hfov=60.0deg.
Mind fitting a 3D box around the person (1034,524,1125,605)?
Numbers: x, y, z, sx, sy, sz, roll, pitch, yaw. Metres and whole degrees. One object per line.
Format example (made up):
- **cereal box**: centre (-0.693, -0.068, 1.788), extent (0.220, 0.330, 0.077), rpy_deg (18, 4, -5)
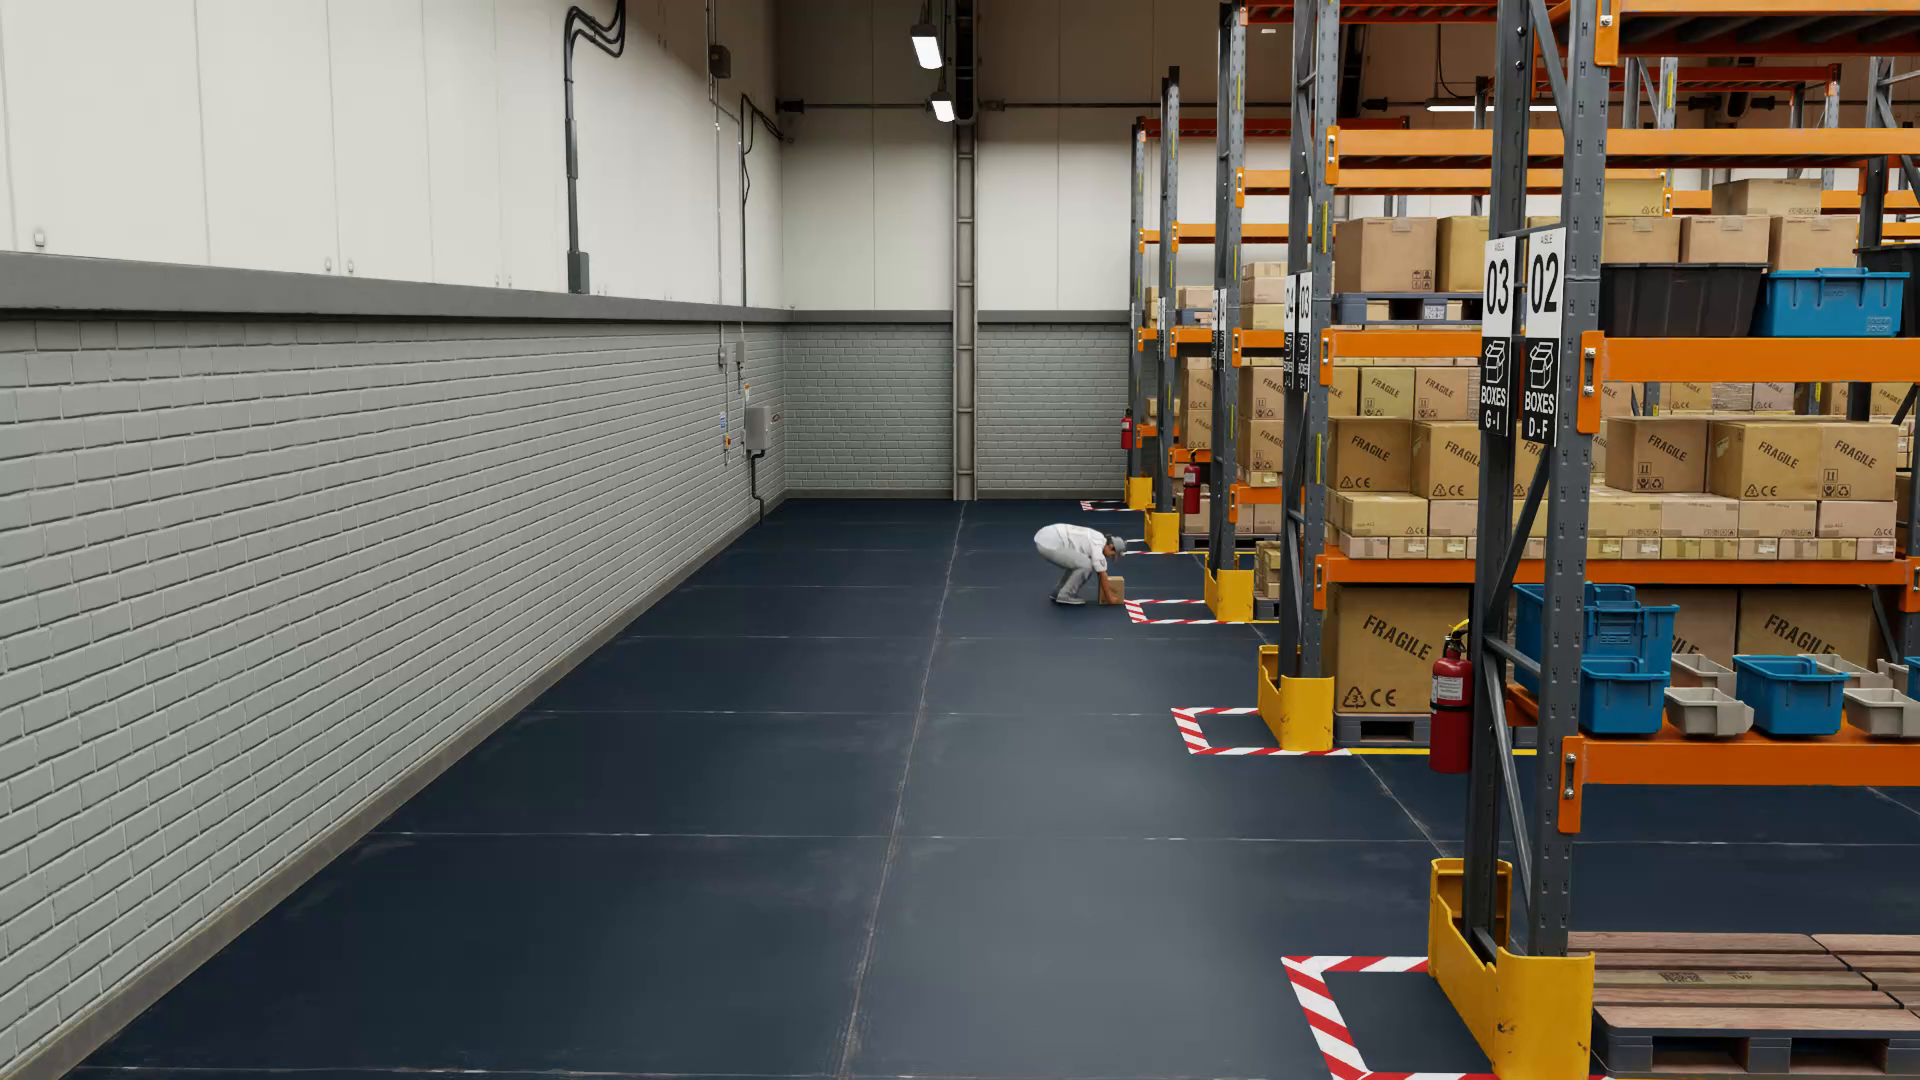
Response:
- **person**: centre (1.238, 0.247, 17.216), extent (0.942, 0.833, 0.512), rpy_deg (0, 7, -1)
